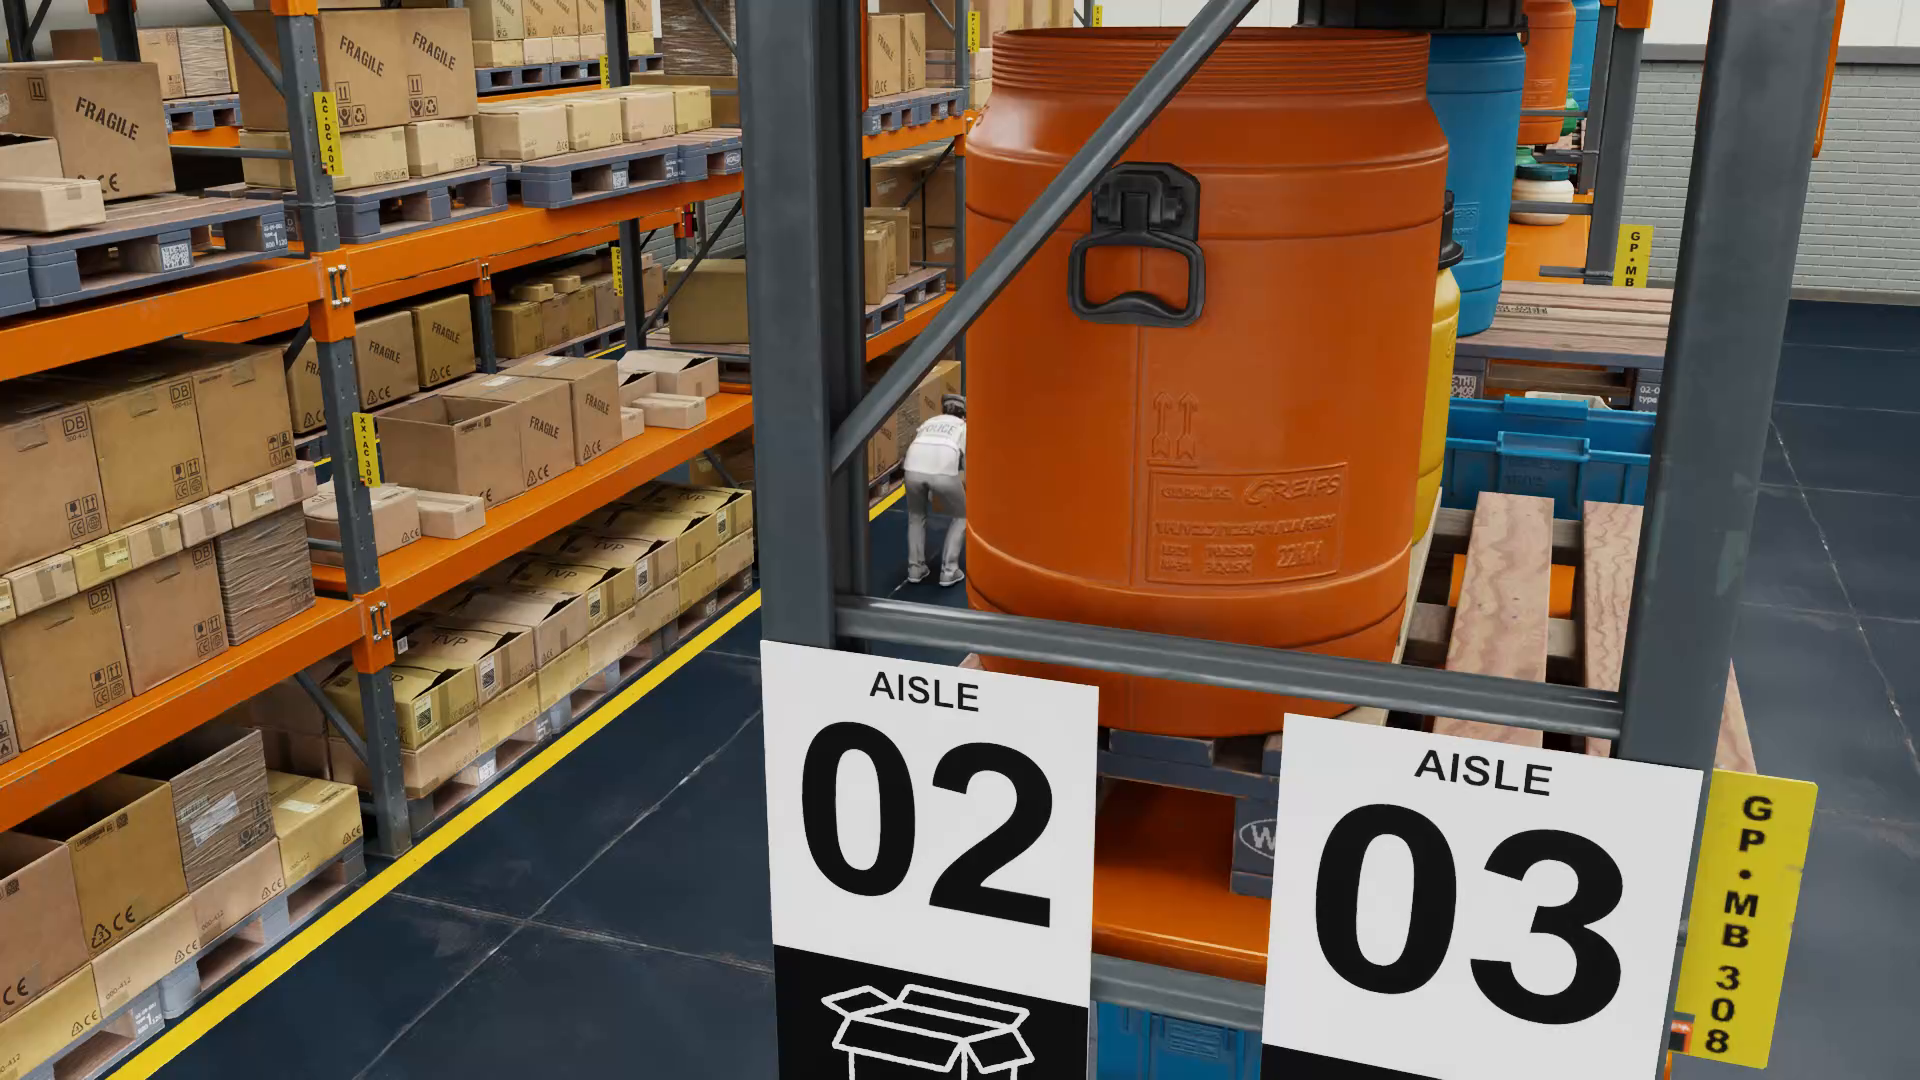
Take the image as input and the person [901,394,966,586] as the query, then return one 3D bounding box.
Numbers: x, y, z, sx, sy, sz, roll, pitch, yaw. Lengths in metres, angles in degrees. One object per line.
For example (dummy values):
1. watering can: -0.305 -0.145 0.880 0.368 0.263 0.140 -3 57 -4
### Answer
1. person: -0.111 -0.351 11.332 0.433 1.193 0.908 6 20 16
